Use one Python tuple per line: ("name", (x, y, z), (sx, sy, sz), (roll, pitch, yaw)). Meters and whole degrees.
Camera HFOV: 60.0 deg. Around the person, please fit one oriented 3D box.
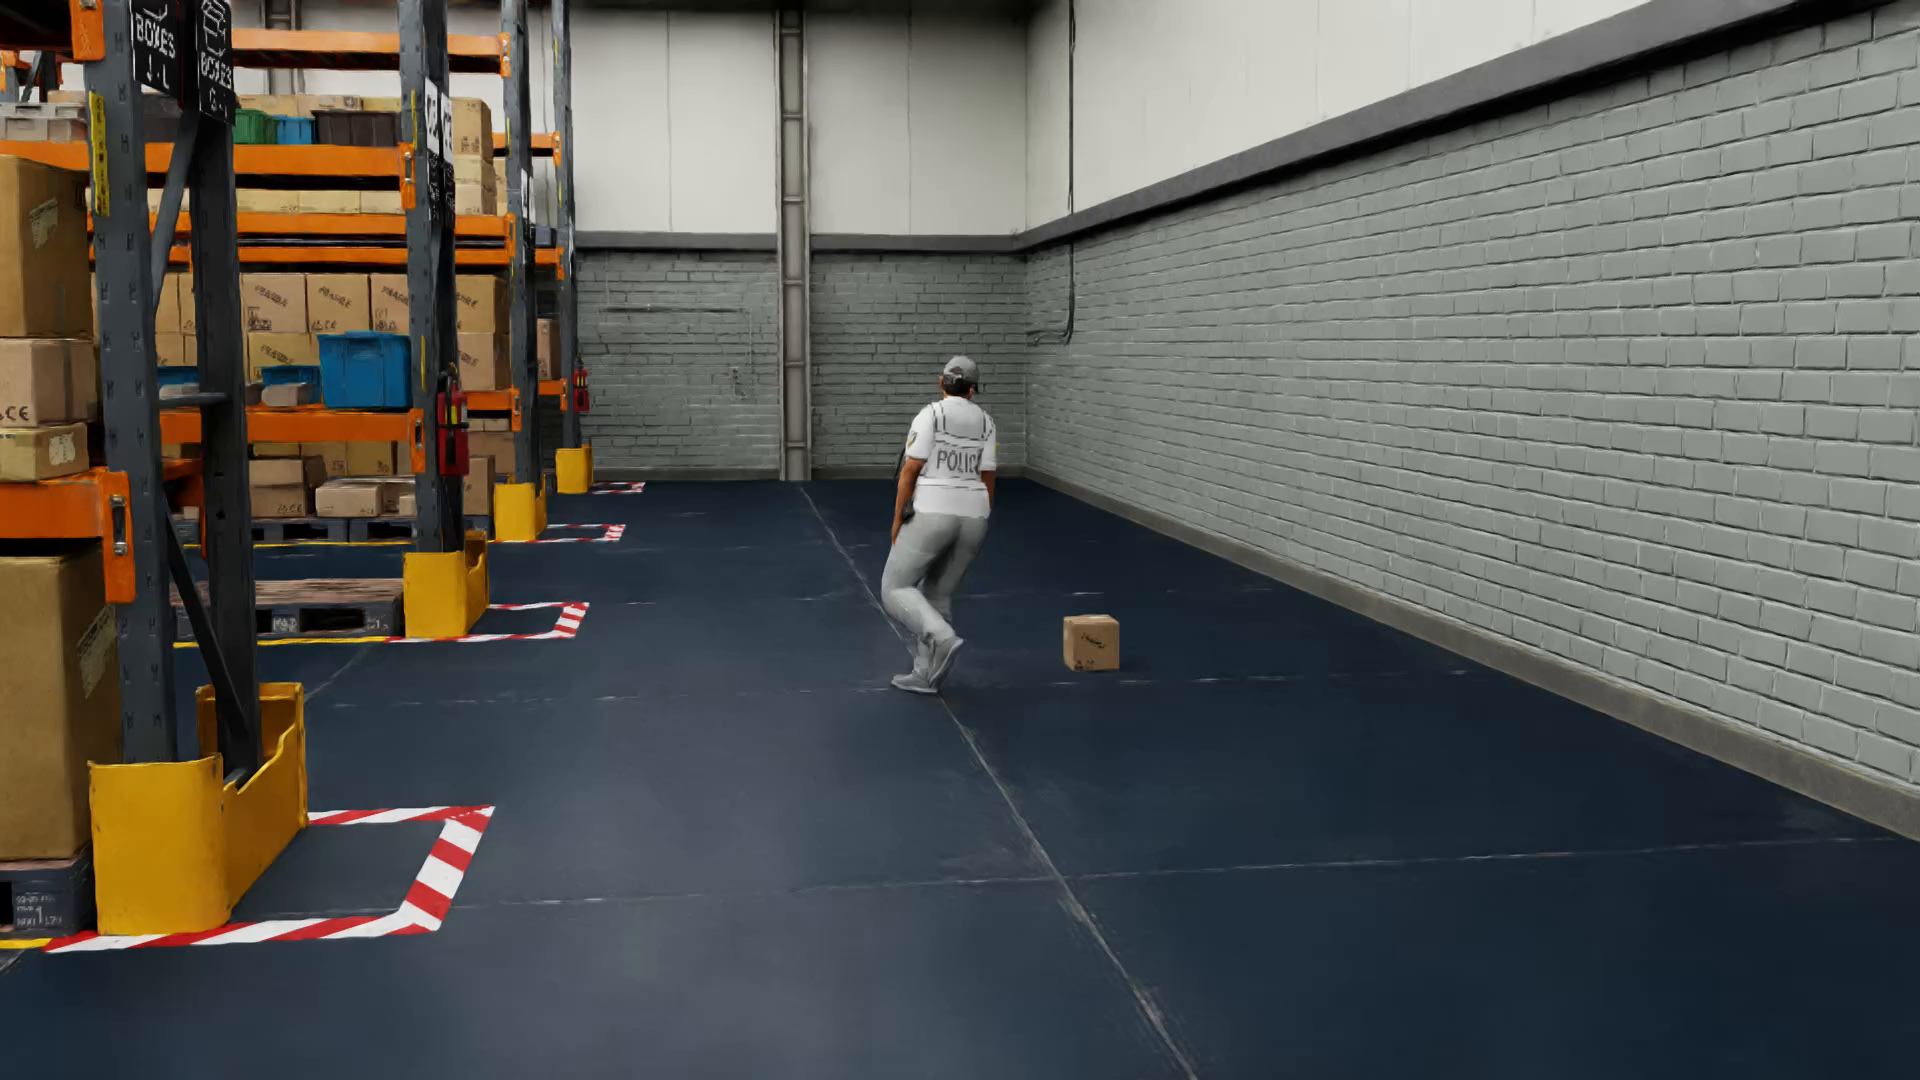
("person", (-0.062, -0.065, 8.002), (0.555, 1.632, 0.614), (-5, 8, -36))
